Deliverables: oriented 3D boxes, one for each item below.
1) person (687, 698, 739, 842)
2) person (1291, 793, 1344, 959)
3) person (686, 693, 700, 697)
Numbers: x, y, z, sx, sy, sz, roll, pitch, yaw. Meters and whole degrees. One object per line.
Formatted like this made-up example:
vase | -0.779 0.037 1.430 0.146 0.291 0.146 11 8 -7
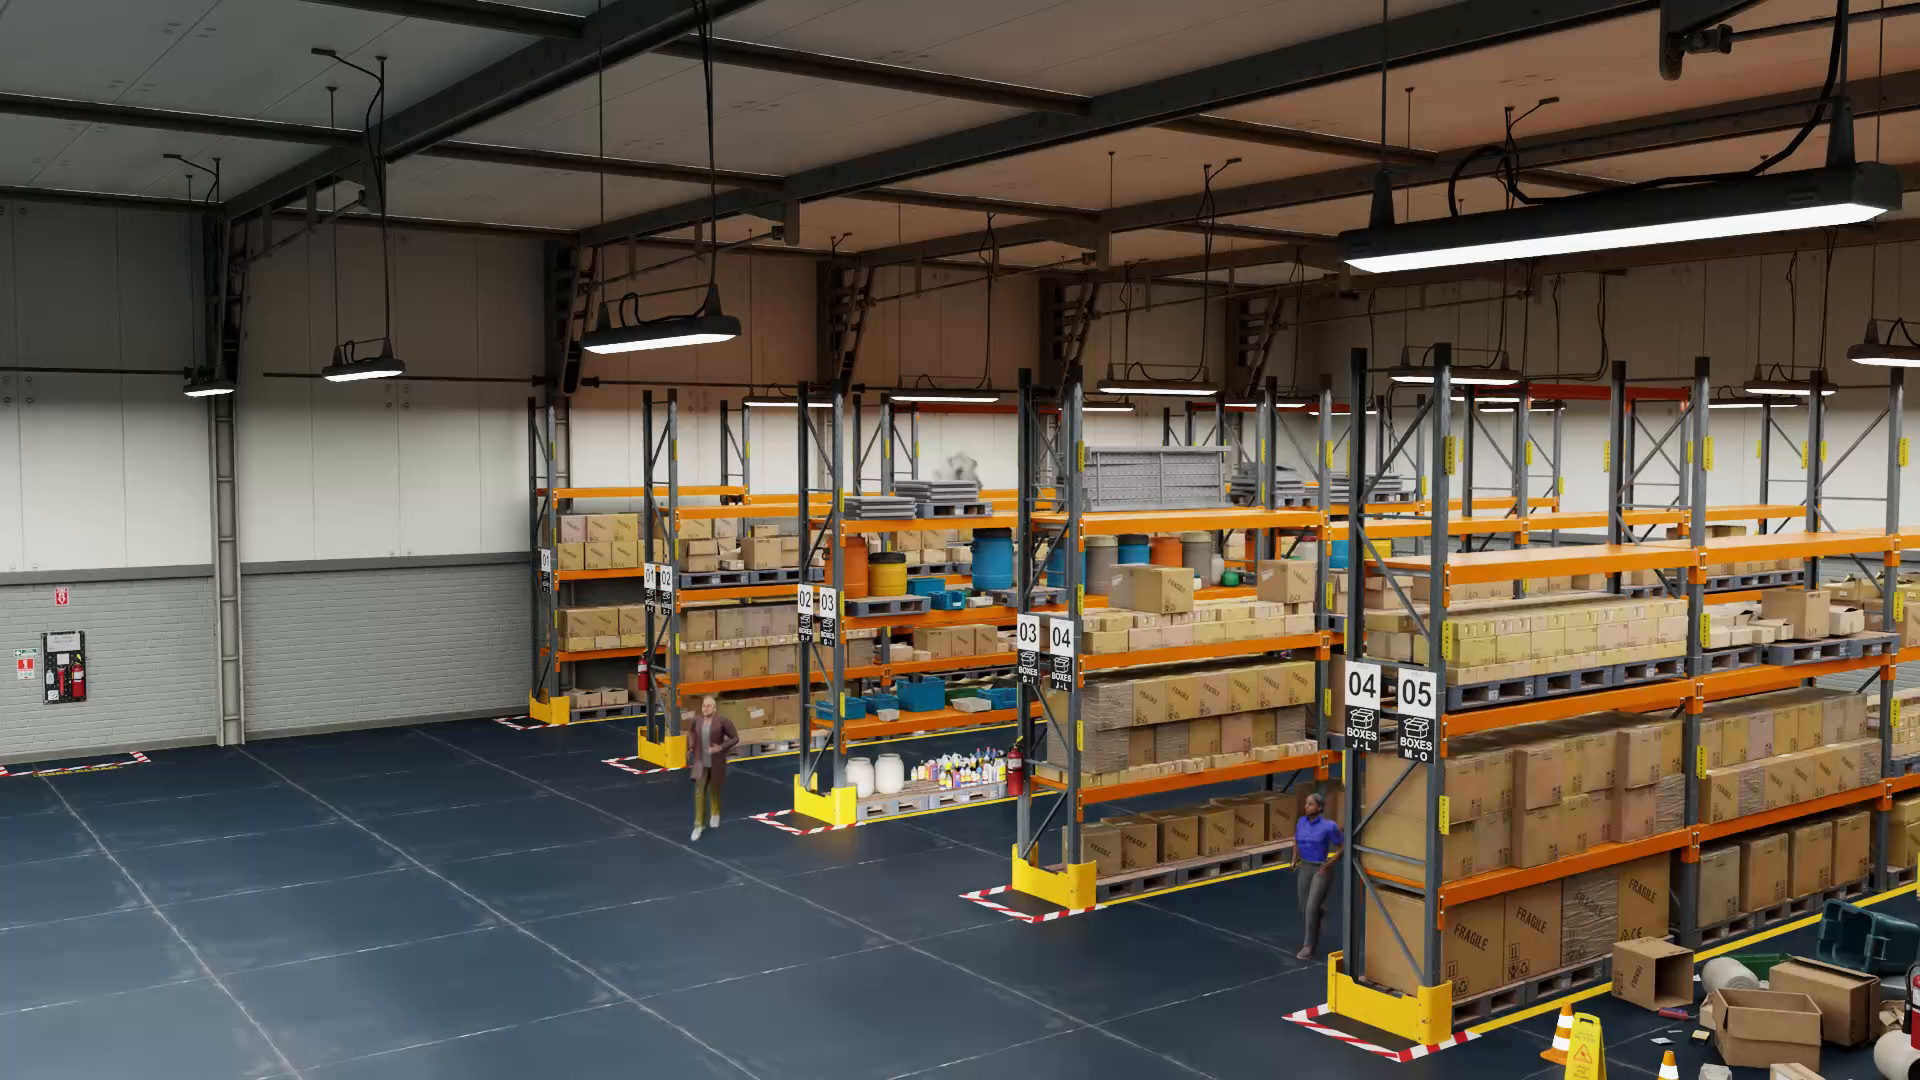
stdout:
person | -3.251 3.074 21.898 0.721 1.632 0.923 0 3 6
person | 3.641 3.371 16.836 0.583 1.641 0.697 3 5 43
person | -4.663 2.655 28.750 0.688 1.620 0.613 -3 5 -42
